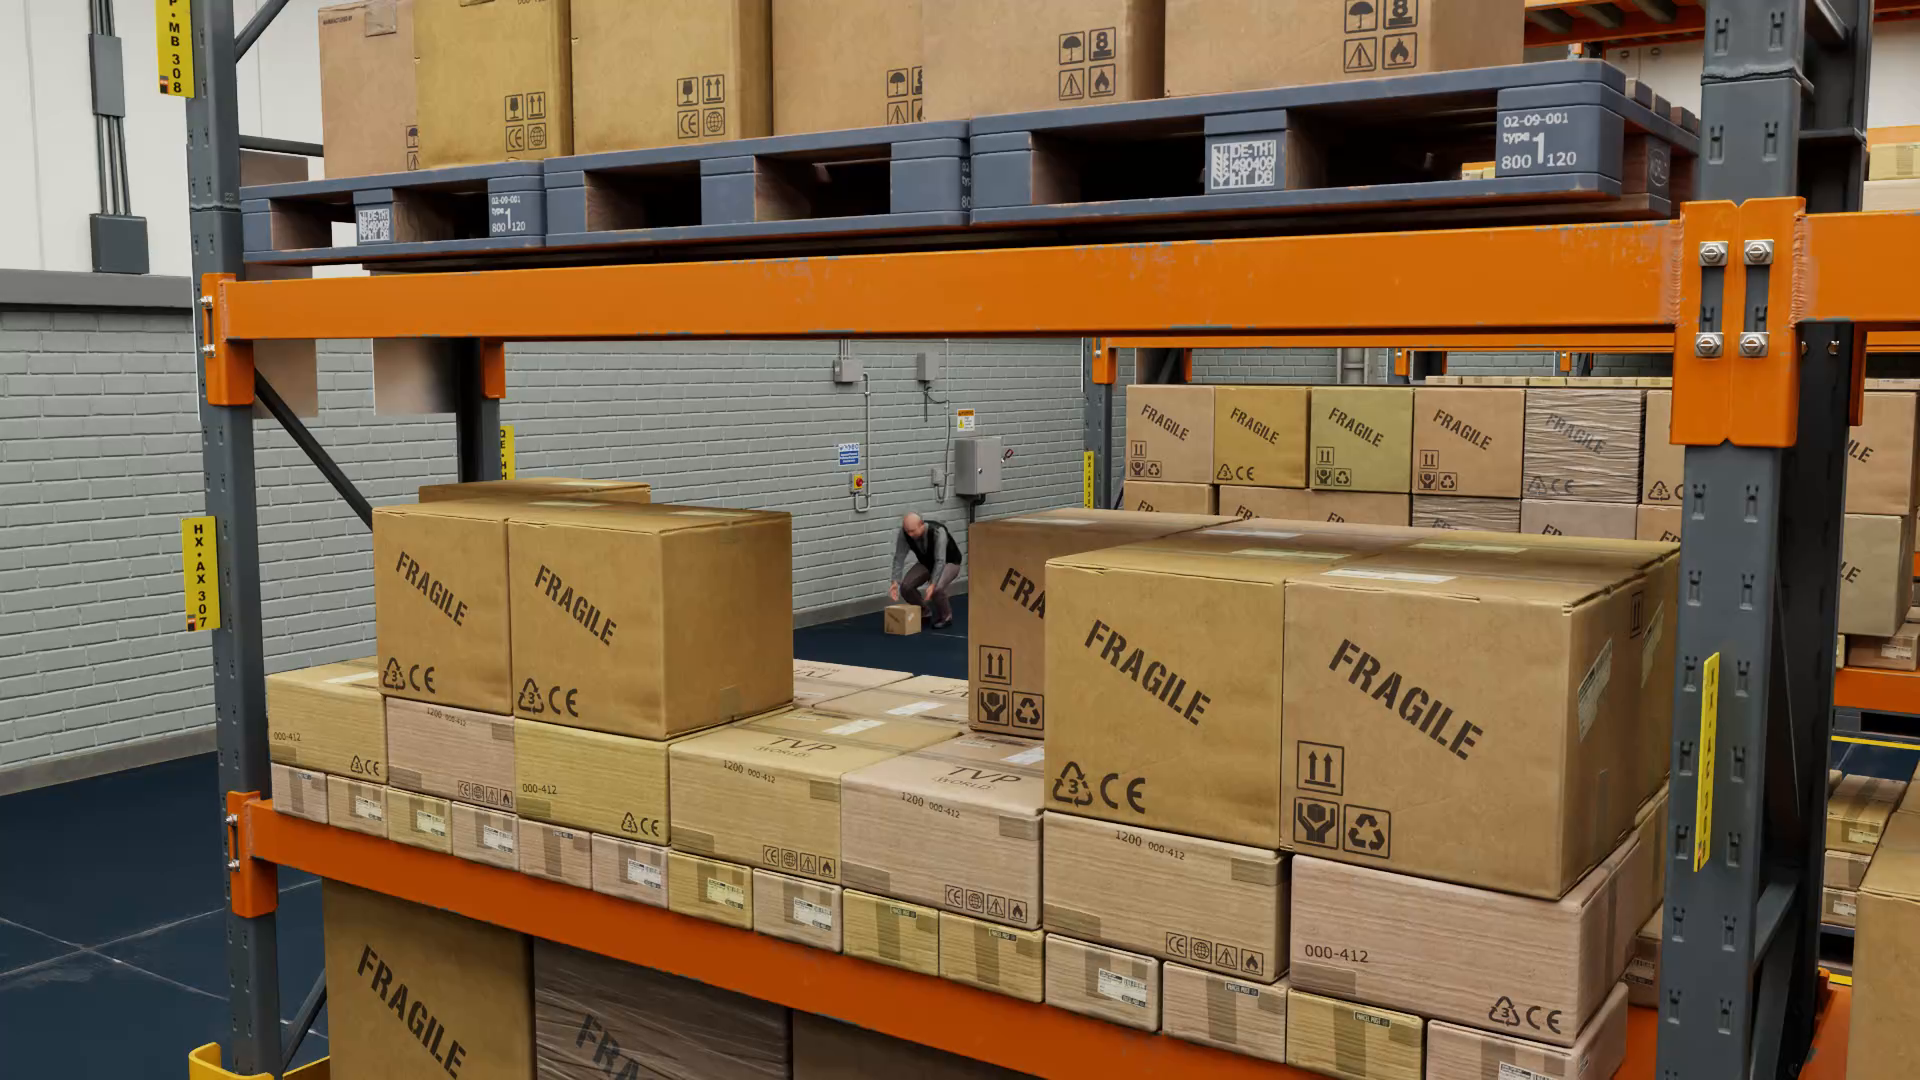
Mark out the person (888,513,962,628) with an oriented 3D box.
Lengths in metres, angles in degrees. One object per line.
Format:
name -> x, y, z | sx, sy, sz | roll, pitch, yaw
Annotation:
person -> -0.295, 0.286, 16.008 | 0.568, 1.129, 0.823 | 4, 7, 33
